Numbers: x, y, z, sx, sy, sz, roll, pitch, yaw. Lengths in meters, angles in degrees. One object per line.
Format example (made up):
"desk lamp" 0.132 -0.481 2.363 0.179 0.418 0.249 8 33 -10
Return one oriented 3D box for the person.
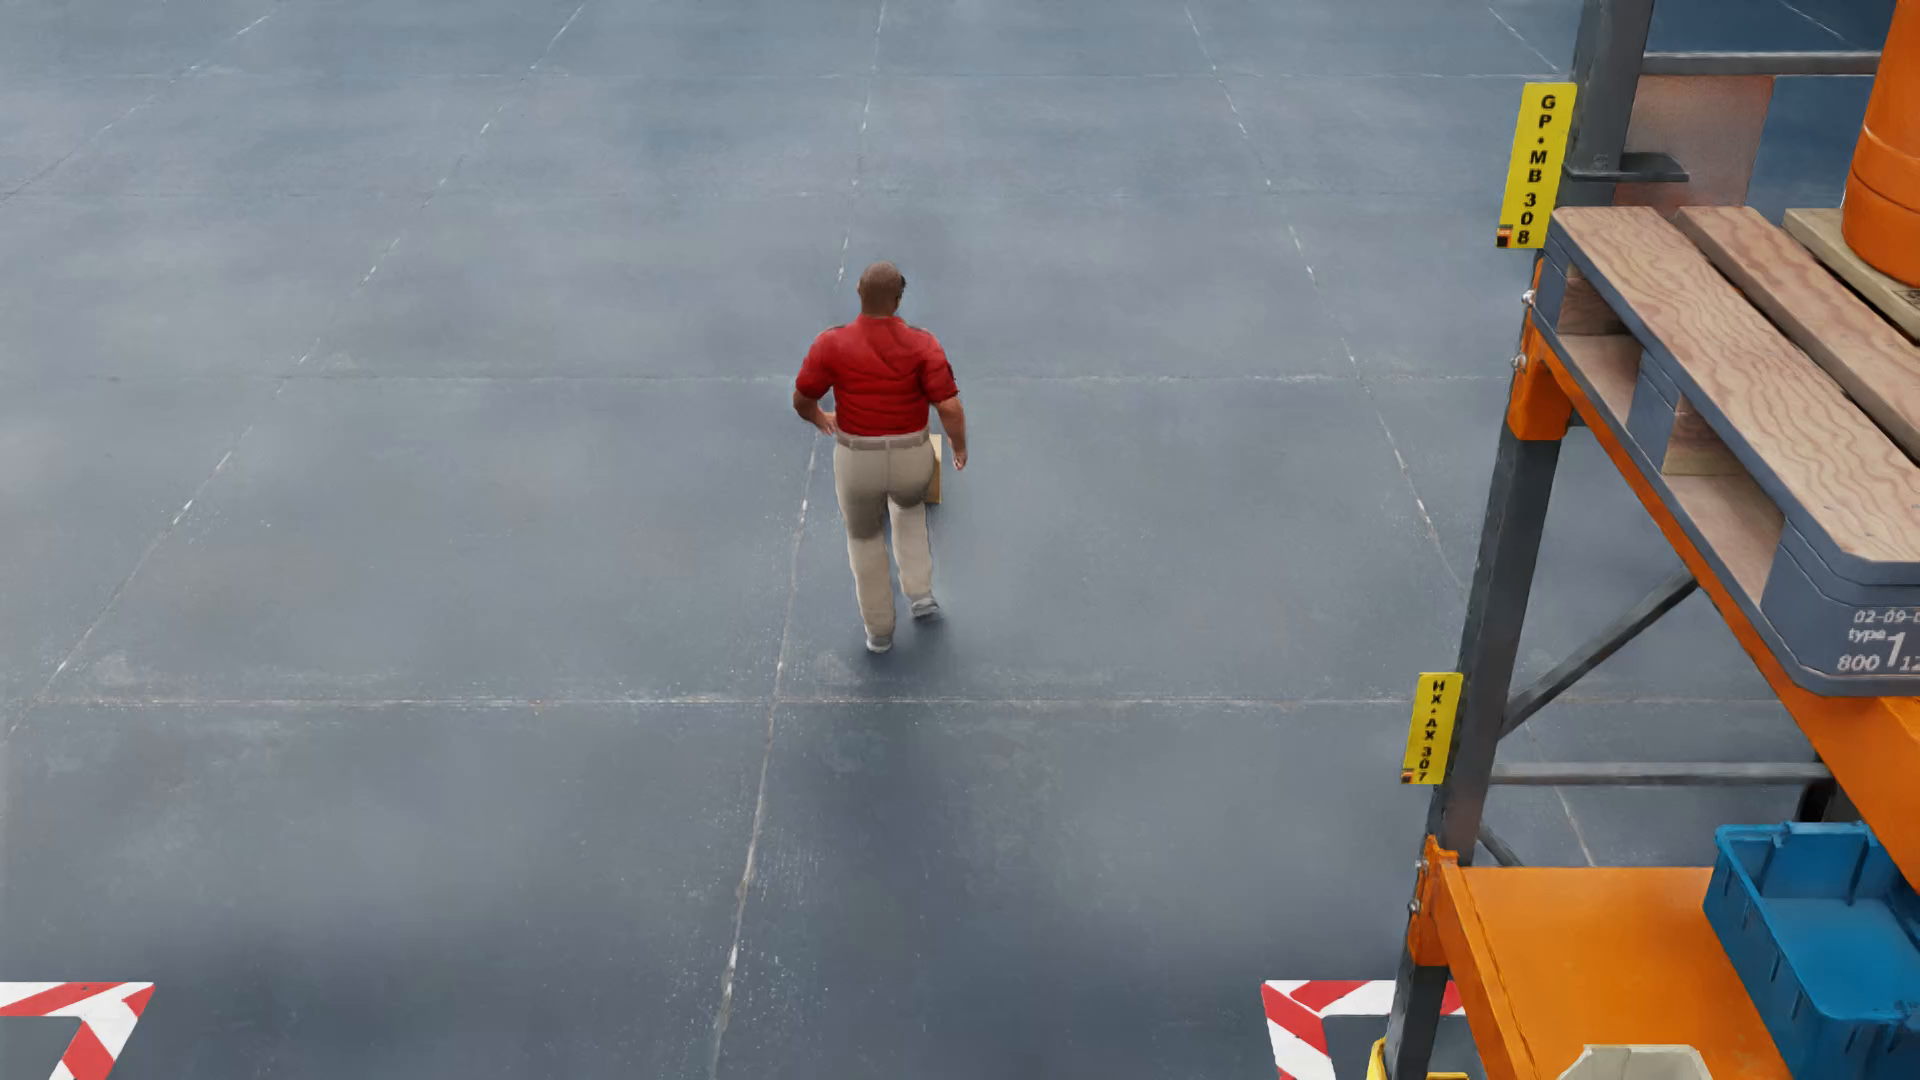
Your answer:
"person" -0.322 -0.339 6.763 0.692 1.725 0.535 -5 32 -8
